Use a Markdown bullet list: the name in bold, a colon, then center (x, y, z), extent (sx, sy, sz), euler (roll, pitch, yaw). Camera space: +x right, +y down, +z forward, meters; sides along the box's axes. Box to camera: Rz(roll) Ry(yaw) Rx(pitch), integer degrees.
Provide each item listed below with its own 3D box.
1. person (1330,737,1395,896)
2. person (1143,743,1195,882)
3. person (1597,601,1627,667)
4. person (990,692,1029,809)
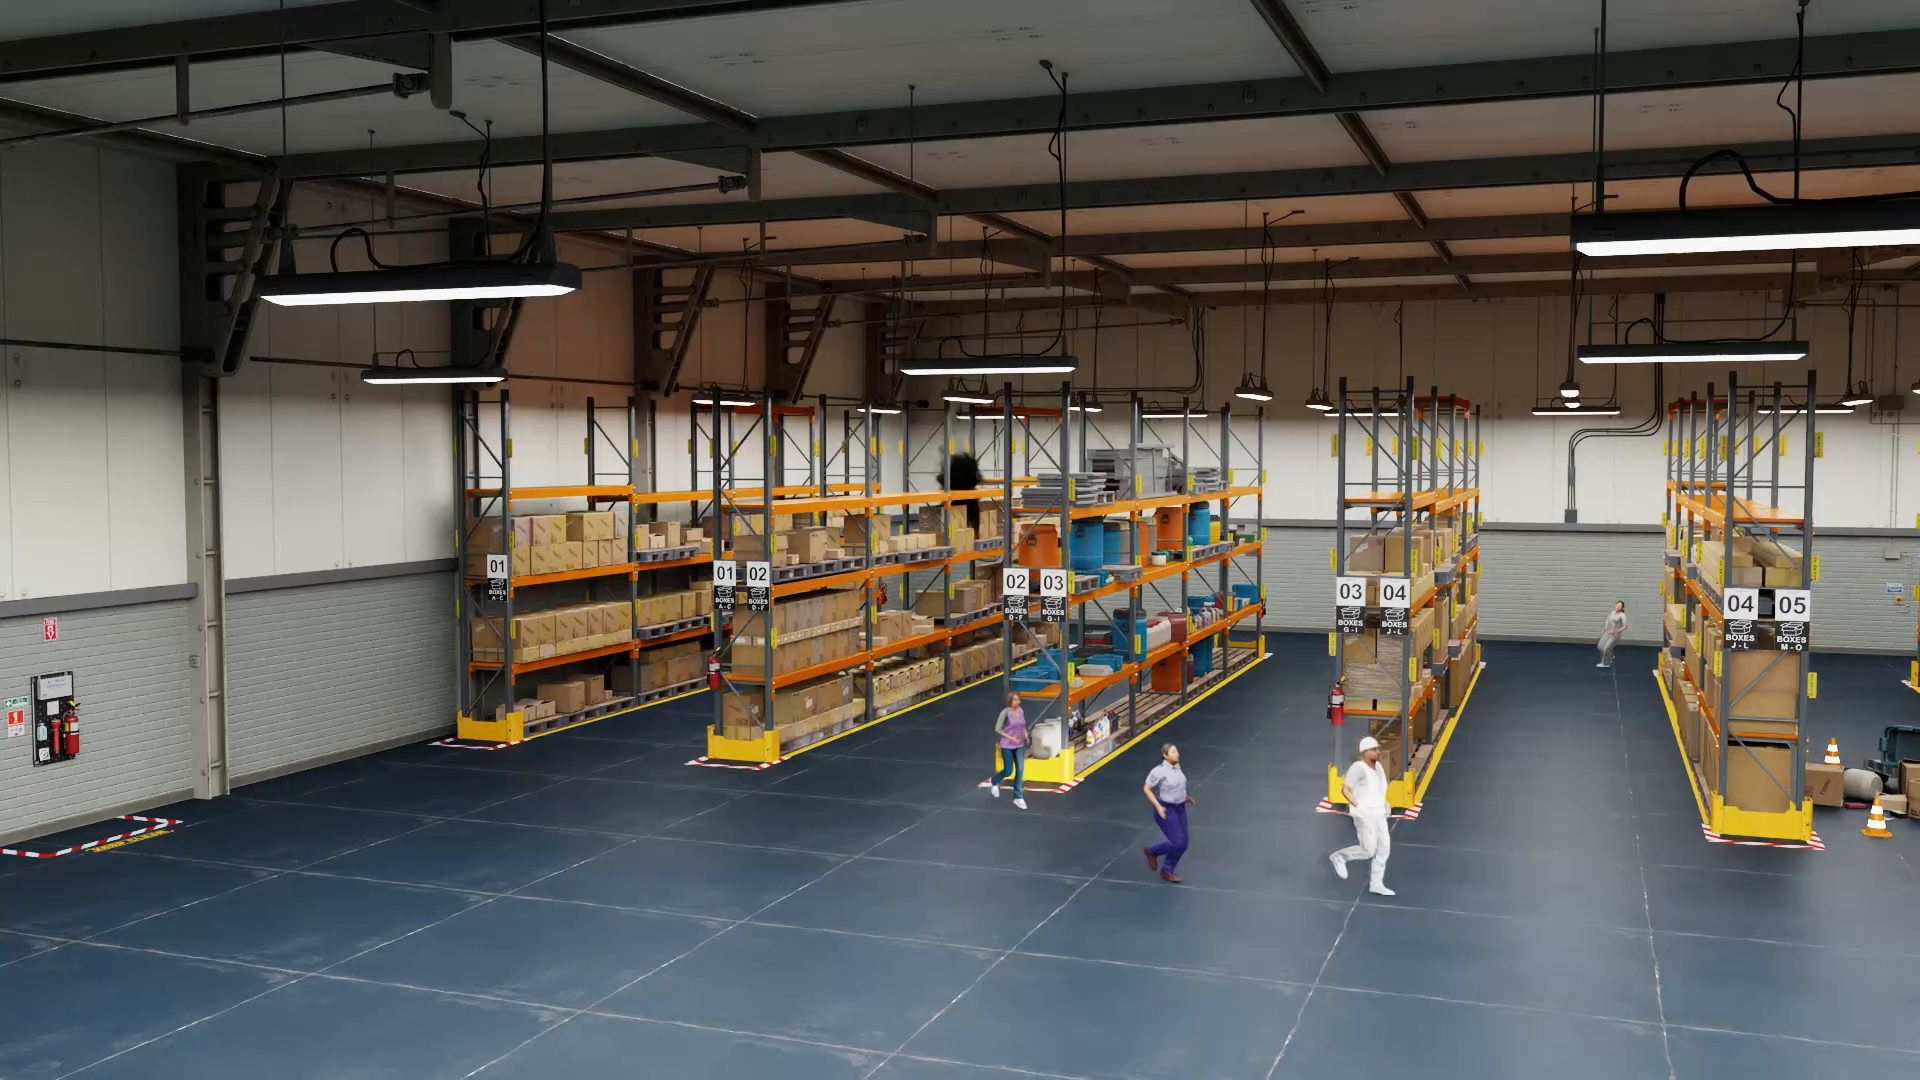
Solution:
- **person**: center (4.578, 3.100, 18.798), extent (0.698, 1.757, 0.781), euler (-3, 4, -42)
- **person**: center (2.437, 3.159, 19.233), extent (0.549, 1.581, 0.608), euler (3, 4, 42)
- **person**: center (14.787, 2.134, 37.723), extent (0.536, 1.563, 0.772), euler (-2, 4, -30)
- **person**: center (0.716, 2.924, 23.394), extent (0.566, 1.606, 0.745), euler (-2, 4, -34)
